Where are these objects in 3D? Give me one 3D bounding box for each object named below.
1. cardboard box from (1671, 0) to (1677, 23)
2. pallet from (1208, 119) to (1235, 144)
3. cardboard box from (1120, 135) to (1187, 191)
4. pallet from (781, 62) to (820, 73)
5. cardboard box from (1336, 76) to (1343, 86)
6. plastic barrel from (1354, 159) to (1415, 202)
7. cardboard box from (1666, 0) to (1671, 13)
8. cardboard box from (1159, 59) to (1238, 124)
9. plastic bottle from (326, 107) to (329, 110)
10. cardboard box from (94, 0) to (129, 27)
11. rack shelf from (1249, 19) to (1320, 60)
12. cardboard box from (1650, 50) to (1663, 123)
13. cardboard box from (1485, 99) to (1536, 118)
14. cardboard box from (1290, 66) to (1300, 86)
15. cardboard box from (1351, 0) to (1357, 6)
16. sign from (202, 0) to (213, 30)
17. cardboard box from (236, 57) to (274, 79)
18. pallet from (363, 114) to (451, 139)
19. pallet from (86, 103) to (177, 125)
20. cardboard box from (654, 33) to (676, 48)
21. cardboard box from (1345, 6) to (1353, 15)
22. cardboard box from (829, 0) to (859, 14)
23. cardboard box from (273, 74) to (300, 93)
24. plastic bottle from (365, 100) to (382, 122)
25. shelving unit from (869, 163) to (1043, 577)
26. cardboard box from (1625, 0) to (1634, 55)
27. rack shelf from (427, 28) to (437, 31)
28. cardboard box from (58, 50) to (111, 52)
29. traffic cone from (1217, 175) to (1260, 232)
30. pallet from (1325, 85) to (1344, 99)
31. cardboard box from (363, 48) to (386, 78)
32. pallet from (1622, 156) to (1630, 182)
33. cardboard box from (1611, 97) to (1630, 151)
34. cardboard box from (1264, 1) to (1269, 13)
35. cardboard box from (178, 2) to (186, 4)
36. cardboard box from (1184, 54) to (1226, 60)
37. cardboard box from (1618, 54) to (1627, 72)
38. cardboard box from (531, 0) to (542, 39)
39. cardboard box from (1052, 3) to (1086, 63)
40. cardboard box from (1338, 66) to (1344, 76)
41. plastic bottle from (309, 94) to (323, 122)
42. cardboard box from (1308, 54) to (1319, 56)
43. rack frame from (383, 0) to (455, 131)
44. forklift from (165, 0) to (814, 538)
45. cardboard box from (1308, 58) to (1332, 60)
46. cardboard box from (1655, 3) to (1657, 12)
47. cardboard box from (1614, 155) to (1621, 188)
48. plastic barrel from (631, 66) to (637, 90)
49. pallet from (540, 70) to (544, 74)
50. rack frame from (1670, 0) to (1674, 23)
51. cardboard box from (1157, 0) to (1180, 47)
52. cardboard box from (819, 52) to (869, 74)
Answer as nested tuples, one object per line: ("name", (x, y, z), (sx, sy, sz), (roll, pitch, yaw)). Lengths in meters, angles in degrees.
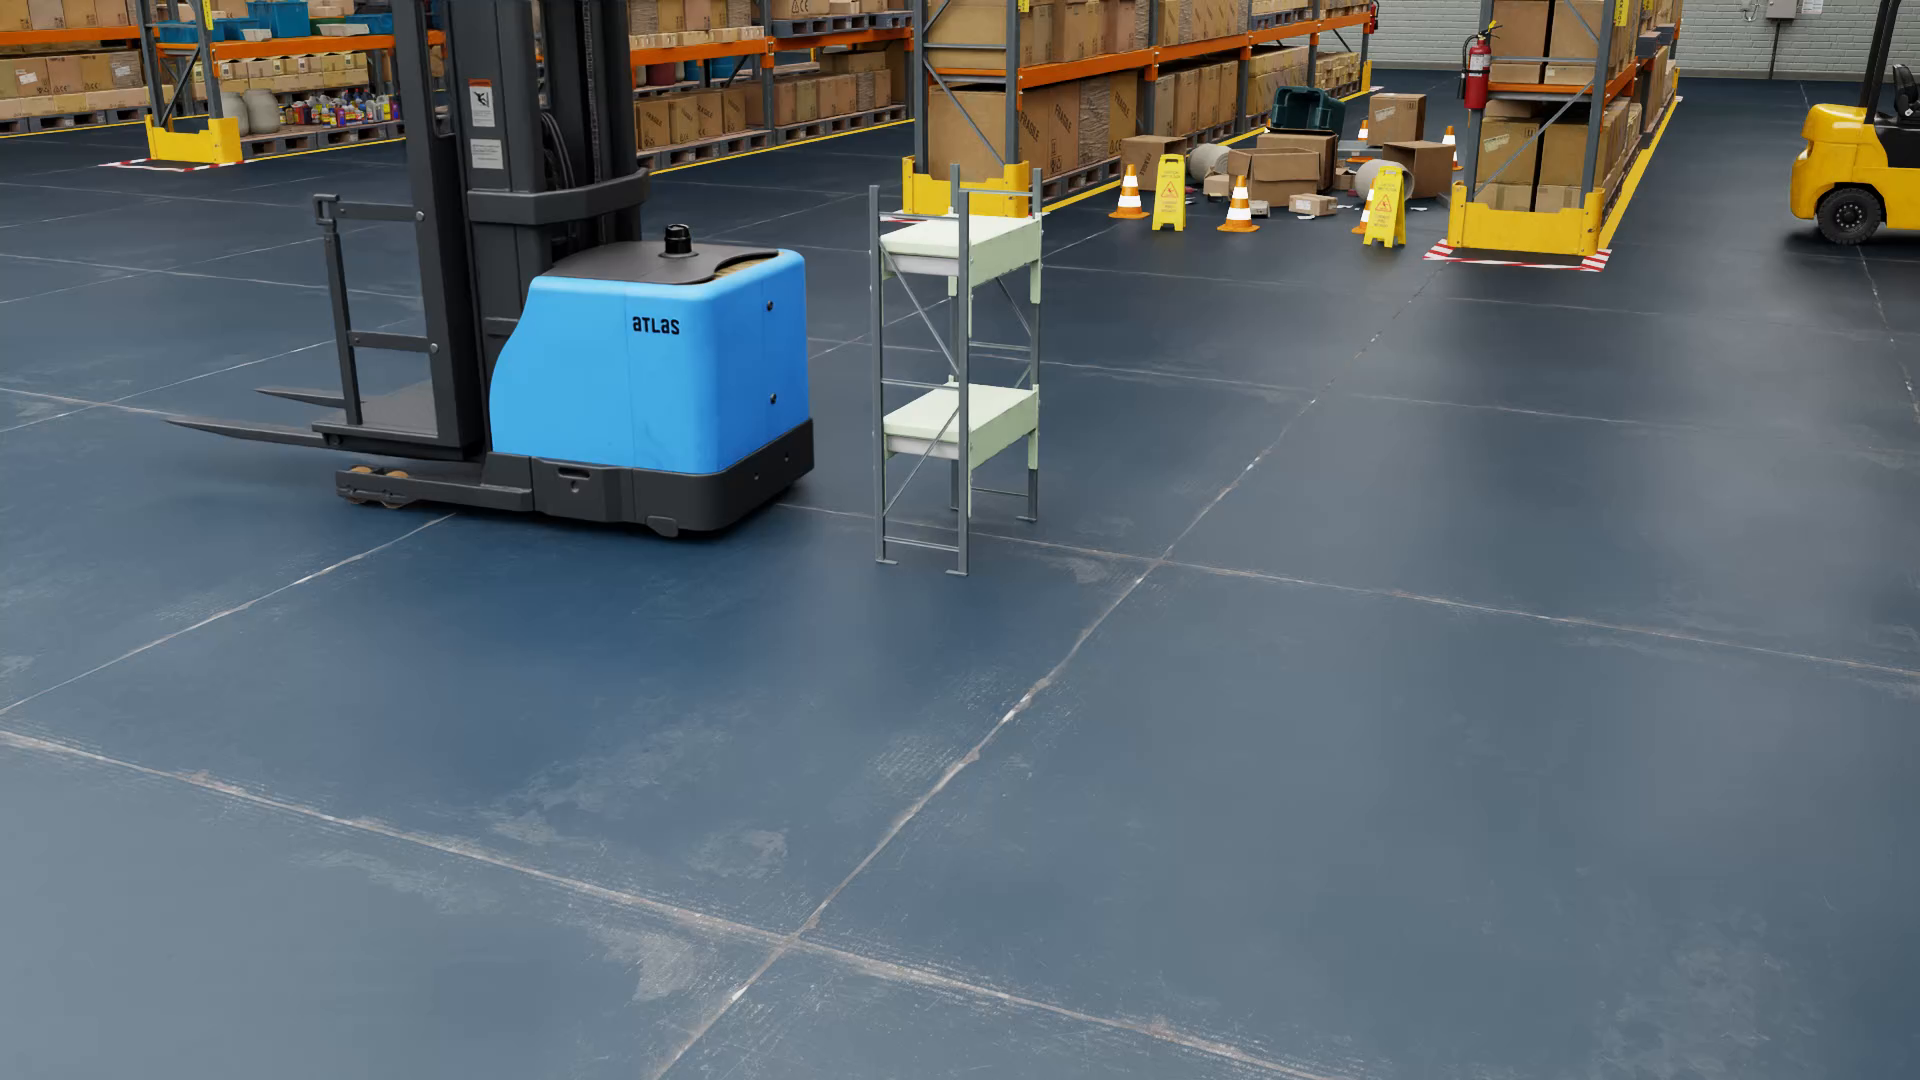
("cardboard box", (9.960, -7.630, 23.797), (0.500, 0.500, 0.500), (9, 22, 24))
("pallet", (2.943, -5.356, 21.714), (1.003, 0.211, 1.213), (9, 21, 23))
("cardboard box", (1.997, -3.886, 17.145), (0.500, 0.500, 0.500), (13, 23, 32))
("pallet", (-2.765, -9.177, 32.457), (1.003, 0.211, 1.213), (9, 21, 23))
("cardboard box", (6.118, -7.605, 27.505), (0.380, 0.149, 0.250), (9, 21, 24))
("plastic barrel", (4.080, -3.432, 15.987), (0.421, 0.421, 0.512), (-9, 22, -24))
("cardboard box", (8.972, -7.000, 21.653), (0.500, 0.250, 0.500), (9, 21, 24))
("cardboard box", (3.003, -5.865, 21.713), (1.050, 0.750, 0.750), (8, 21, 22))
("plastic bottle", (-8.215, -5.520, 21.534), (0.097, 0.201, 0.097), (0, 20, 0))
("cardboard box", (-12.210, -7.498, 23.427), (0.700, 0.500, 0.500), (8, 21, 22))
("rack shelf", (4.153, -7.173, 23.735), (1.077, 0.370, 4.000), (9, 21, 23))
("cardboard box", (8.619, -5.921, 21.685), (0.875, 0.875, 0.875), (9, 21, 23))
("cardboard box", (4.795, -3.770, 14.483), (0.380, 0.149, 0.250), (9, 22, 24))
("cardboard box", (4.688, -6.726, 24.508), (0.500, 0.500, 0.500), (8, 21, 21))
("cardboard box", (6.246, -9.048, 27.340), (0.500, 0.500, 0.500), (9, 21, 23))
("sign", (-8.444, -5.900, 18.668), (0.100, 0.325, 0.005), (9, 21, 23))
("cardboard box", (-11.007, -7.319, 25.712), (0.500, 0.311, 0.500), (8, 21, 21))
("pallet", (-7.619, -5.555, 22.275), (1.003, 0.211, 1.213), (9, 21, 23))
("pallet", (-12.188, -6.198, 24.083), (1.003, 0.211, 1.213), (9, 21, 23))
("cardboard box", (-3.389, -5.548, 18.467), (0.380, 0.149, 0.250), (9, 21, 23))
("cardboard box", (6.291, -8.782, 27.561), (0.380, 0.149, 0.250), (8, 21, 20))
("cardboard box", (-1.586, -7.200, 22.311), (0.396, 0.266, 0.258), (8, 21, 21))
("cardboard box", (-10.803, -7.211, 26.247), (0.500, 0.250, 0.500), (9, 21, 24))
("plastic bottle", (-7.588, -5.550, 21.506), (0.152, 0.276, 0.135), (9, 21, 24))
("shelving unit", (-0.003, -0.705, 6.712), (0.431, 1.500, 0.755), (9, 21, 23))
("cardboard box", (5.680, -4.572, 14.755), (0.500, 0.500, 0.500), (8, 21, 22))
("rack shelf", (-6.487, -7.341, 24.209), (1.077, 0.370, 4.000), (9, 21, 23))
("cardboard box", (-12.497, -6.753, 23.837), (0.500, 0.500, 0.500), (9, 21, 23))
("traffic cone", (2.463, -2.968, 14.624), (0.336, 0.463, 0.334), (9, 21, 23))
("pallet", (5.713, -7.394, 27.445), (1.003, 0.211, 1.213), (9, 21, 23))
("cardboard box", (-10.017, -8.320, 28.961), (0.500, 0.500, 0.500), (9, 22, 25))
("pallet", (6.571, -3.954, 17.771), (1.003, 0.211, 1.213), (9, 21, 23))
("cardboard box", (6.256, -4.067, 16.287), (0.500, 0.500, 0.500), (8, 21, 22))
("cardboard box", (4.031, -7.336, 22.869), (0.380, 0.149, 0.250), (10, 22, 25))
("cardboard box", (-11.631, -7.980, 25.132), (0.396, 0.266, 0.258), (8, 21, 21))
("cardboard box", (3.375, -6.519, 22.807), (0.500, 0.250, 0.500), (8, 21, 21))
("cardboard box", (5.783, -4.302, 14.964), (0.380, 0.149, 0.250), (9, 21, 23))
("cardboard box", (-4.175, -5.518, 17.415), (0.875, 0.500, 0.500), (9, 21, 23))
("cardboard box", (0.718, -4.970, 16.244), (0.875, 0.550, 0.550), (9, 21, 23))
("cardboard box", (6.121, -7.745, 27.455), (0.380, 0.149, 0.250), (10, 22, 25))
("plastic bottle", (-8.343, -5.594, 21.518), (0.144, 0.351, 0.185), (10, 22, 25))
("cardboard box", (5.836, -8.120, 28.065), (0.380, 0.149, 0.250), (7, 21, 20))
("rack frame", (-7.306, -7.069, 22.369), (1.000, 3.000, 0.127), (9, 21, 23))
("forklift", (-2.248, -1.676, 7.307), (3.031, 2.935, 1.130), (7, 21, 18))
("cardboard box", (5.829, -7.739, 26.994), (0.380, 0.149, 0.250), (8, 21, 20))
("cardboard box", (7.327, -5.980, 18.086), (0.500, 0.500, 0.500), (8, 21, 20))
("cardboard box", (6.048, -3.550, 15.951), (0.500, 0.250, 0.500), (8, 21, 21))
("plastic barrel", (-5.483, -7.619, 26.527), (0.600, 0.830, 0.708), (9, 21, 23))
("pallet", (-7.767, -9.465, 33.269), (1.003, 0.211, 1.213), (9, 21, 23))
("rack frame", (9.529, -7.475, 23.511), (1.000, 3.000, 0.127), (9, 21, 23))
("cardboard box", (2.157, -5.849, 18.789), (0.500, 0.500, 0.500), (9, 21, 23))
("cardboard box", (-1.605, -6.622, 23.068), (0.500, 0.250, 0.500), (11, 22, 29))
